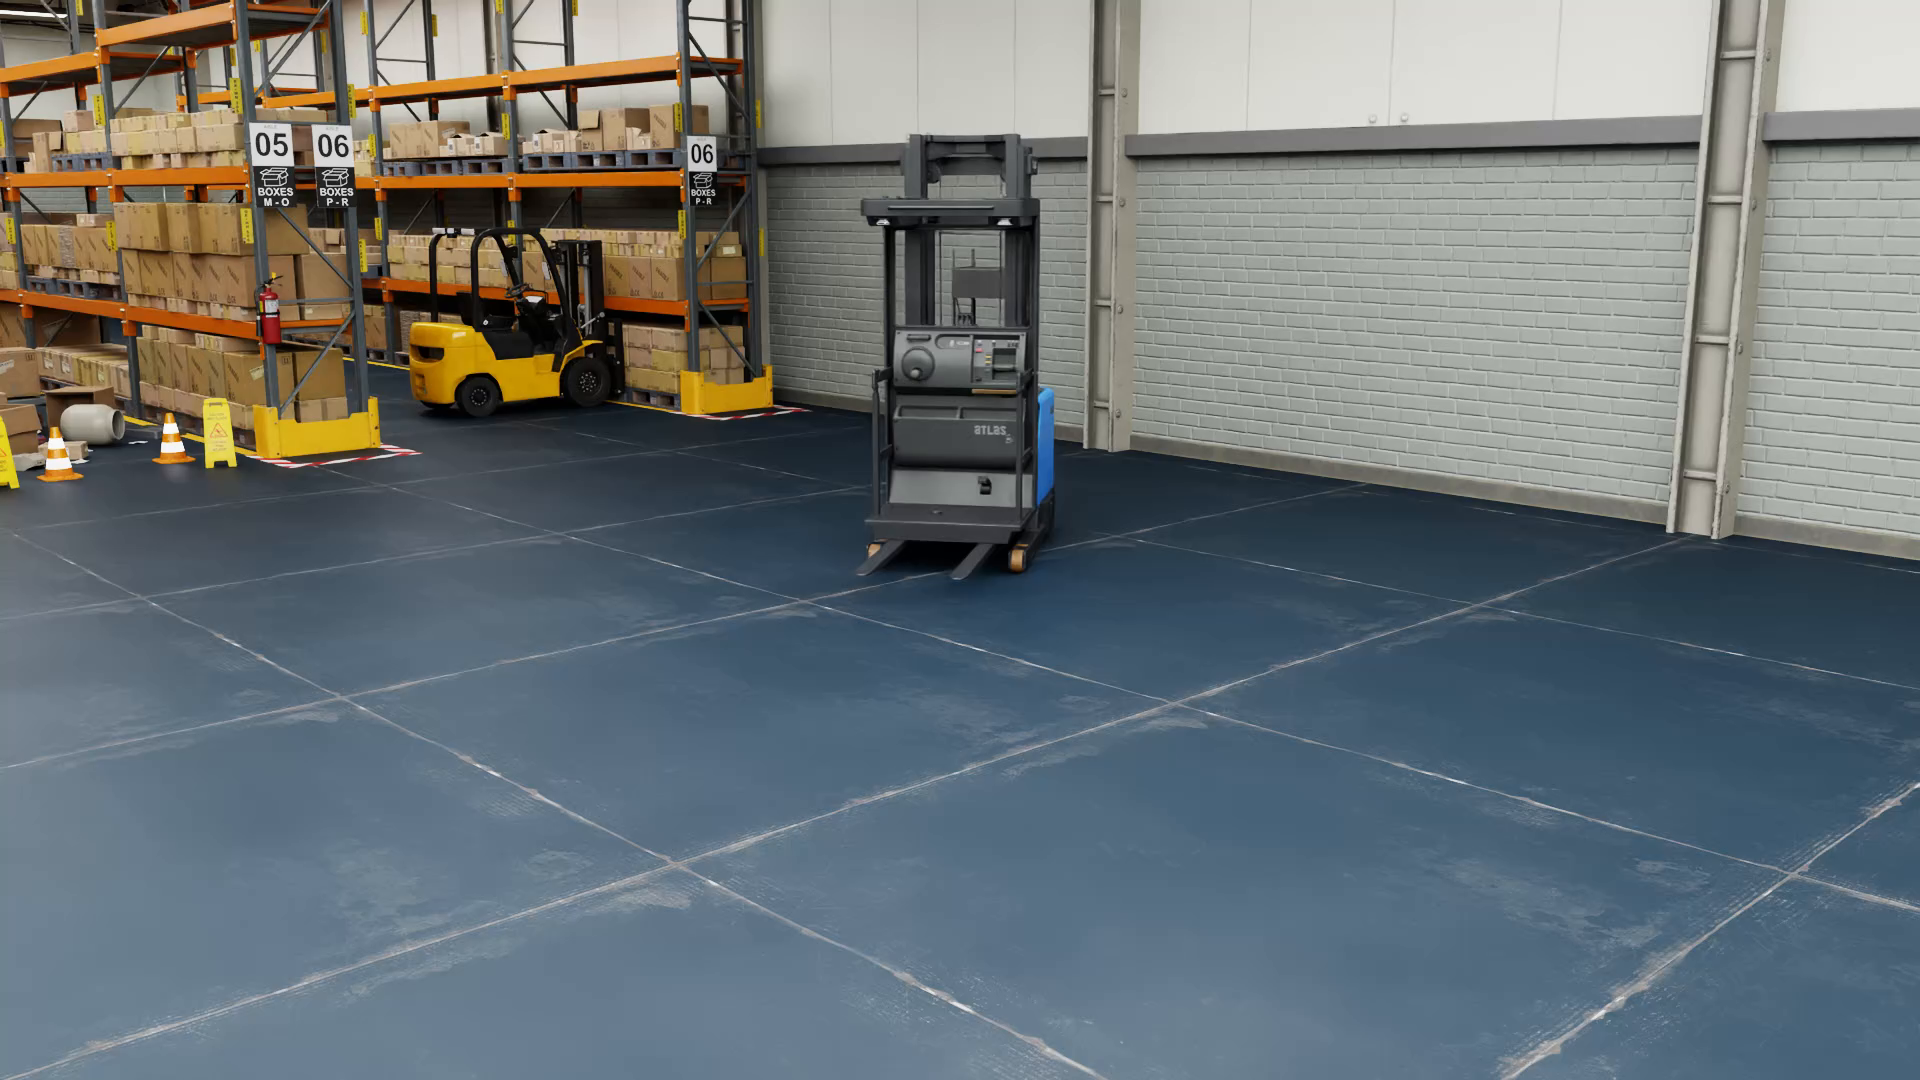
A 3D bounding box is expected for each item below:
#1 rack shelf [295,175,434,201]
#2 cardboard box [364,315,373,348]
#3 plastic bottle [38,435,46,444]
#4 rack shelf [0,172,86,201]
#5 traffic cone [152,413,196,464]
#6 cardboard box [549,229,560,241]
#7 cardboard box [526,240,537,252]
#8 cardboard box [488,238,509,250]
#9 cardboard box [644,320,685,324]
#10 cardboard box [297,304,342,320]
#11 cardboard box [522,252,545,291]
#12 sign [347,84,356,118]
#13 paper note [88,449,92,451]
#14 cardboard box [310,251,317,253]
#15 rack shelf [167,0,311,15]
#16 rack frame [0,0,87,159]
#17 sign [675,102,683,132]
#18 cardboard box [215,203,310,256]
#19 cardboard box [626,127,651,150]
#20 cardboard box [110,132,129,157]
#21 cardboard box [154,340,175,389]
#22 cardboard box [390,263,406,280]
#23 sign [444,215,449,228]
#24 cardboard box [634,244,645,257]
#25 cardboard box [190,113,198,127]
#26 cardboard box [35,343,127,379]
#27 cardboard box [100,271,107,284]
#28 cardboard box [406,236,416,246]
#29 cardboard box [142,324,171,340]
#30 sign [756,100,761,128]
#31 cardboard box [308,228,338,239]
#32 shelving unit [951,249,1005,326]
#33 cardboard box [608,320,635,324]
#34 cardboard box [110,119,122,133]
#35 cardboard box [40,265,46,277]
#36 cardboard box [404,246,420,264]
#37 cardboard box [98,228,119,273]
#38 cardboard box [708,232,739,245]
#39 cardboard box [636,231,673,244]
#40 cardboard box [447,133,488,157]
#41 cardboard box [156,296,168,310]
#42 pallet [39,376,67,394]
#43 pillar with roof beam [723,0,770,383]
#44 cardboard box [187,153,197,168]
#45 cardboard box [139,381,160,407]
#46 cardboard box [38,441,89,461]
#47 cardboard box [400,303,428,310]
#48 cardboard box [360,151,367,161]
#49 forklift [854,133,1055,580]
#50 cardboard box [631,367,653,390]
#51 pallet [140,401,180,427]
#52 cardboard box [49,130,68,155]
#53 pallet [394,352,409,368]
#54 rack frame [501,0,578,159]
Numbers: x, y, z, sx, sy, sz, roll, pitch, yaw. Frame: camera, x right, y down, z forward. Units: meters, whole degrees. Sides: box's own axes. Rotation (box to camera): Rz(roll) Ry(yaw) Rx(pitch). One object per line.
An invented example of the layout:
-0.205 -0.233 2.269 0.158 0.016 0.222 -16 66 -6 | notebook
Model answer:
-9.721 -5.625 26.628 1.077 0.370 4.000 -11 16 -43 | rack shelf
-9.125 -3.304 26.167 0.500 0.500 0.500 -11 16 -43 | cardboard box
-9.630 -1.051 17.361 0.133 0.061 0.283 -8 14 -33 | plastic bottle
-13.308 -4.932 23.268 1.077 0.370 4.000 -11 16 -43 | rack shelf
-7.632 -0.997 16.102 0.336 0.463 0.334 -11 16 -43 | traffic cone
-5.143 -3.995 21.777 0.380 0.149 0.250 -11 16 -44 | cardboard box
-5.548 -3.916 22.128 0.380 0.149 0.250 -11 16 -43 | cardboard box
-6.296 -4.096 23.003 0.380 0.149 0.250 -11 16 -43 | cardboard box
-3.695 -2.640 21.090 0.500 0.250 0.500 -11 16 -43 | cardboard box
-6.487 -2.312 16.820 0.380 0.149 0.250 -11 16 -42 | cardboard box
-5.460 -3.580 22.107 0.500 0.500 0.500 11 16 44 | cardboard box
-6.010 -4.329 16.390 0.100 0.325 0.005 -11 16 -43 | sign
-8.792 -0.906 16.784 0.032 0.001 0.123 -11 16 -43 | paper note
-6.889 -2.734 17.262 0.500 0.500 0.500 -10 15 -41 | cardboard box
-12.483 -9.305 28.823 1.077 0.370 4.000 -11 16 -43 | rack shelf
-11.927 -6.462 21.476 1.000 3.000 0.127 -11 16 -43 | rack frame
-3.217 -4.839 19.033 0.100 0.325 0.005 -11 16 -43 | sign
-6.913 -3.085 16.487 0.500 0.500 0.700 11 16 44 | cardboard box
-3.782 -4.822 19.994 0.396 0.266 0.258 -11 16 -42 | cardboard box
-9.059 -4.379 18.433 0.500 0.250 0.500 -11 16 -44 | cardboard box
-8.574 -1.966 18.435 0.500 0.500 0.500 -10 15 -40 | cardboard box
-8.210 -4.044 24.977 0.500 0.250 0.500 -11 16 -42 | cardboard box
-7.941 -4.861 25.702 0.100 0.325 0.005 -11 16 -43 | sign
-3.753 -3.544 20.324 0.380 0.149 0.250 -11 16 -43 | cardboard box
-7.653 -4.301 17.069 0.250 0.149 0.380 11 16 44 | cardboard box
-11.544 -2.358 21.897 0.625 0.372 0.950 10 16 41 | cardboard box
-9.889 -3.100 19.607 0.250 0.149 0.380 11 16 43 | cardboard box
-7.951 -4.422 24.588 0.380 0.149 0.250 -10 16 -41 | cardboard box
-8.910 -2.334 18.612 0.380 0.149 0.250 -11 16 -42 | cardboard box
-2.410 -5.061 19.746 0.100 0.325 0.005 -11 16 -43 | sign
-10.572 -4.877 27.361 0.700 0.500 0.500 -11 16 -42 | cardboard box
0.246 -1.246 13.250 0.503 2.100 0.431 5 13 25 | shelving unit
-4.416 -2.642 21.096 0.500 0.250 0.500 -11 16 -44 | cardboard box
-9.183 -4.585 18.446 0.380 0.149 0.250 -11 16 -44 | cardboard box
-11.511 -3.441 21.260 0.250 0.149 0.380 10 16 41 | cardboard box
-7.865 -4.215 24.571 0.500 0.250 0.500 -10 15 -41 | cardboard box
-9.650 -3.376 19.337 0.500 0.500 0.500 -11 16 -44 | cardboard box
-2.893 -3.640 20.051 0.380 0.149 0.250 -11 16 -44 | cardboard box
-3.726 -3.696 20.327 0.380 0.149 0.250 -11 16 -42 | cardboard box
-6.784 -5.496 23.153 0.500 0.311 0.500 11 16 43 | cardboard box
-8.616 -2.621 18.323 0.380 0.149 0.250 -10 15 -41 | cardboard box
-11.389 -2.044 21.808 1.003 0.211 1.213 -11 16 -43 | pallet
-5.758 -5.614 17.360 9.100 9.000 0.400 -11 16 -43 | pillar with roof beam
-7.715 -3.906 17.126 0.250 0.149 0.380 11 16 44 | cardboard box
-8.953 -1.675 18.882 0.500 0.250 0.500 11 16 43 | cardboard box
-8.768 -0.870 16.263 0.380 0.149 0.250 -3 12 -13 | cardboard box
-8.639 -3.677 26.372 0.380 0.149 0.250 -10 15 -41 | cardboard box
-8.924 -5.866 25.398 0.250 0.149 0.380 11 16 44 | cardboard box
-0.039 -1.290 11.410 1.130 2.935 3.031 2 12 10 | forklift
-3.705 -2.006 20.487 0.500 0.250 0.500 -11 16 -43 | cardboard box
-8.675 -1.481 19.077 1.003 0.211 1.213 -11 16 -43 | pallet
-10.853 -4.825 20.707 0.797 0.503 0.637 -11 16 -43 | cardboard box
-7.799 -2.725 25.113 1.003 0.211 1.213 -11 16 -43 | pallet
-5.577 -6.570 22.002 1.000 3.000 0.127 -11 16 -43 | rack frame
